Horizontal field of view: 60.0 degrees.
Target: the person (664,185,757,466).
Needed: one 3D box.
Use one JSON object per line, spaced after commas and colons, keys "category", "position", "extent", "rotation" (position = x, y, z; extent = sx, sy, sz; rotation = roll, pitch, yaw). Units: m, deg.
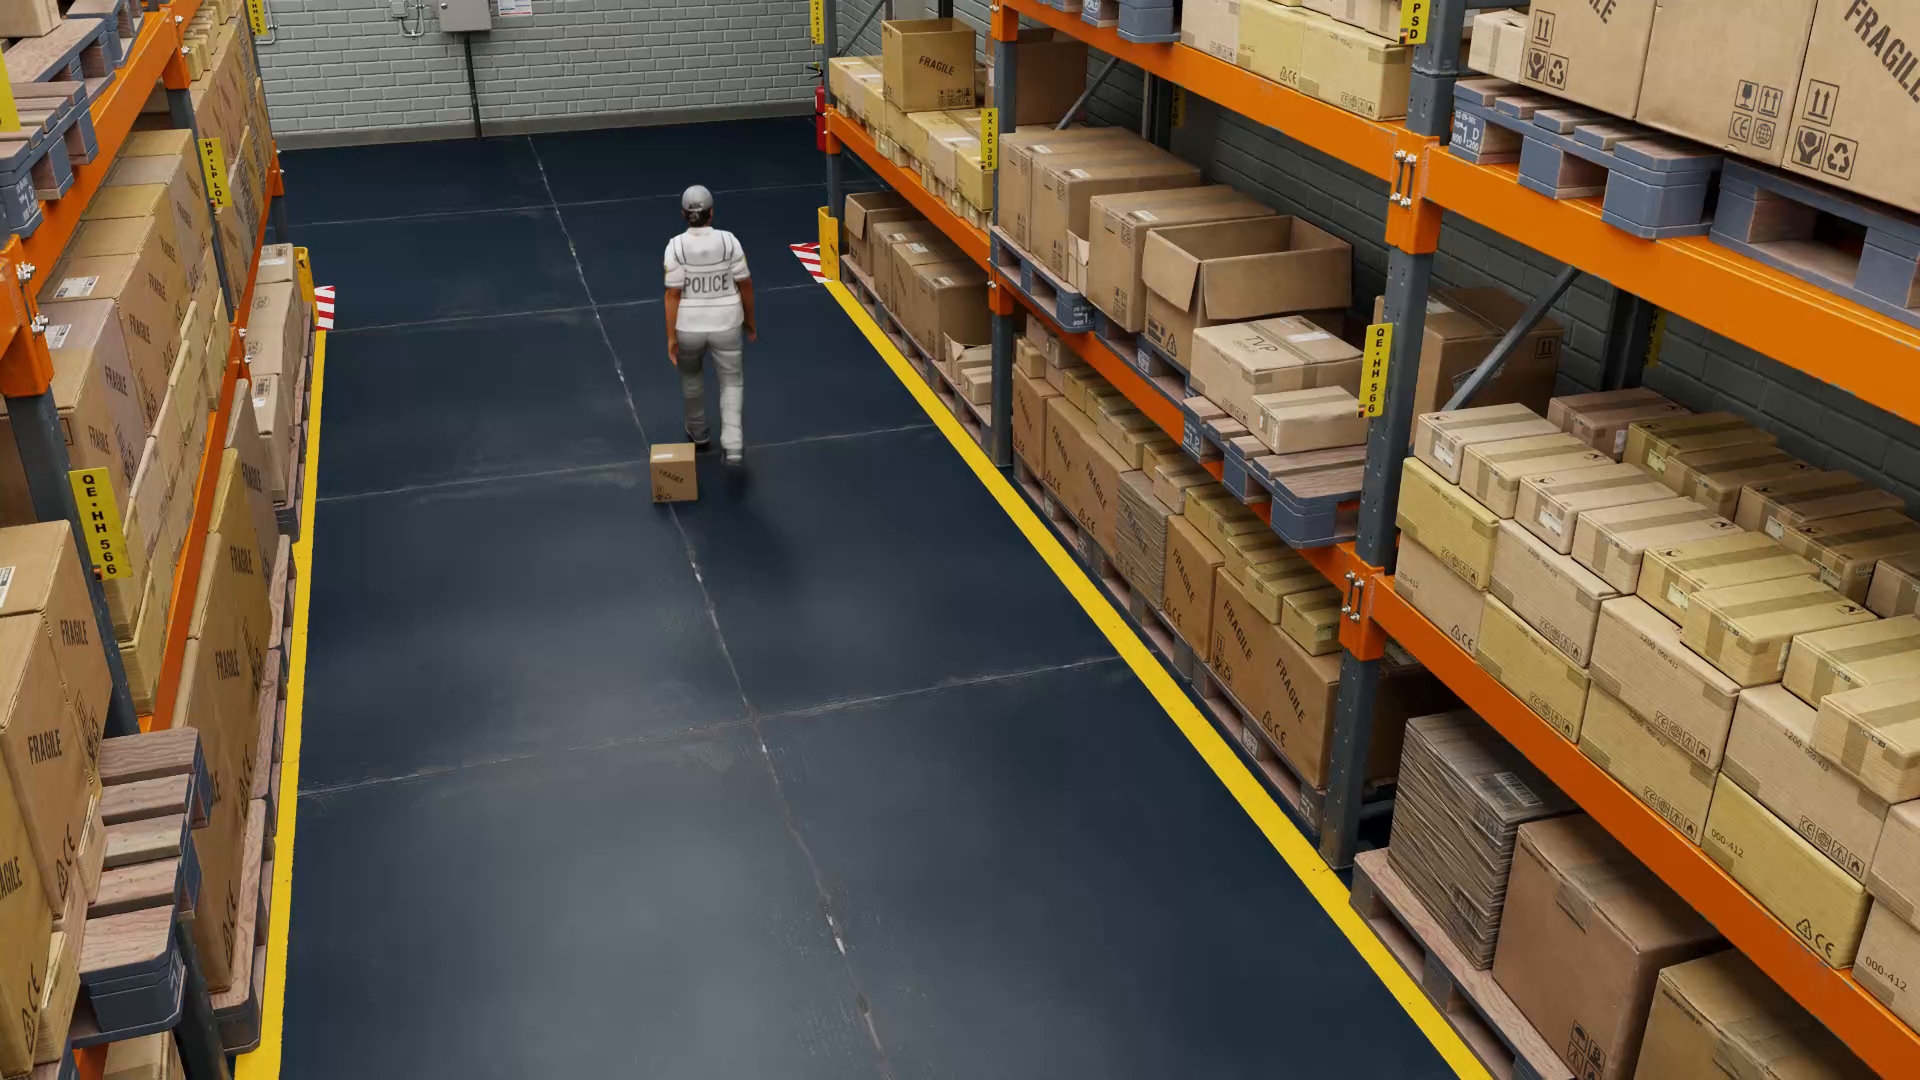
{"category": "person", "position": [-1.430, -1.226, 9.572], "extent": [0.526, 1.616, 0.972], "rotation": [-5, 27, -10]}
